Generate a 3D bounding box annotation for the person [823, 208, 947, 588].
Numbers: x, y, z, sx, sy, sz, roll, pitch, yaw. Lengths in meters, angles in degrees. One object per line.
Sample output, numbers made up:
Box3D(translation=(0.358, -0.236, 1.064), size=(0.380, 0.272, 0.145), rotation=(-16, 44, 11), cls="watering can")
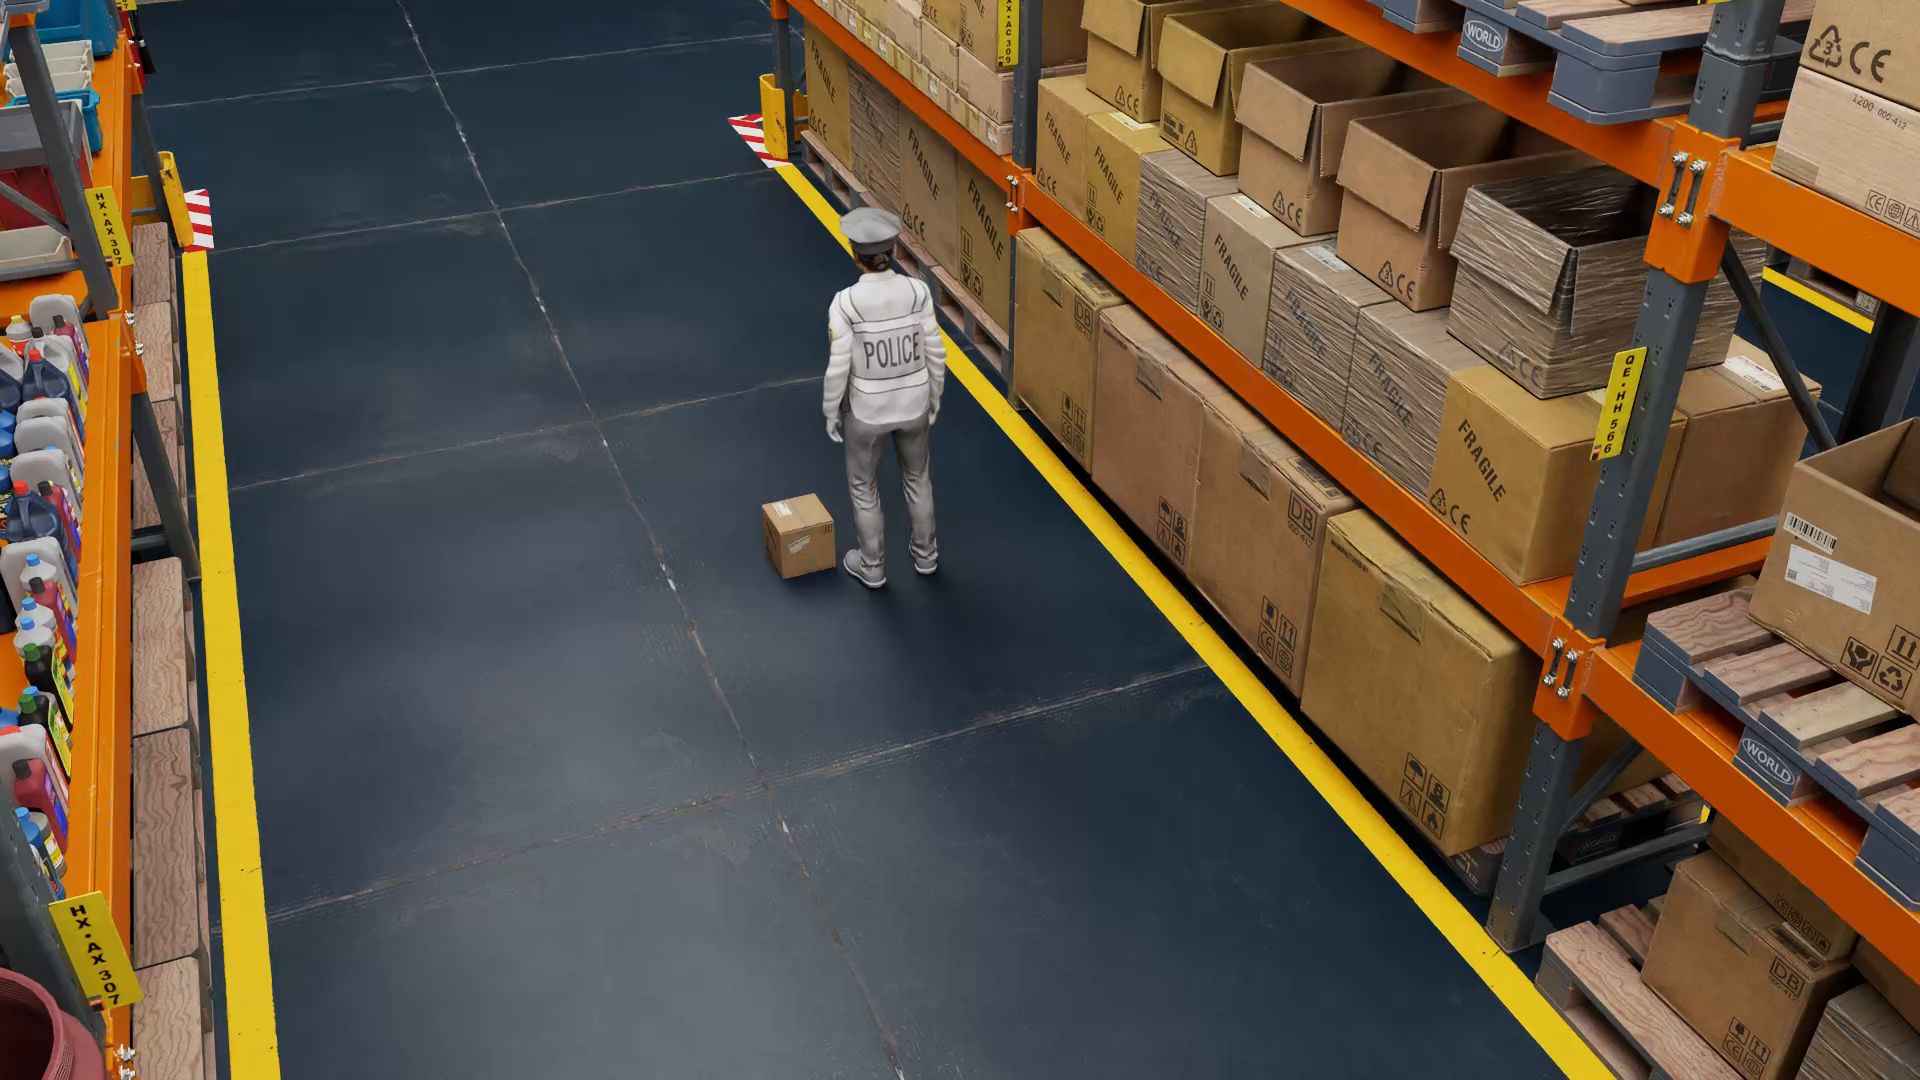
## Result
Box3D(translation=(-0.316, -0.554, 6.969), size=(0.529, 1.663, 0.374), rotation=(-12, 36, -17), cls="person")
